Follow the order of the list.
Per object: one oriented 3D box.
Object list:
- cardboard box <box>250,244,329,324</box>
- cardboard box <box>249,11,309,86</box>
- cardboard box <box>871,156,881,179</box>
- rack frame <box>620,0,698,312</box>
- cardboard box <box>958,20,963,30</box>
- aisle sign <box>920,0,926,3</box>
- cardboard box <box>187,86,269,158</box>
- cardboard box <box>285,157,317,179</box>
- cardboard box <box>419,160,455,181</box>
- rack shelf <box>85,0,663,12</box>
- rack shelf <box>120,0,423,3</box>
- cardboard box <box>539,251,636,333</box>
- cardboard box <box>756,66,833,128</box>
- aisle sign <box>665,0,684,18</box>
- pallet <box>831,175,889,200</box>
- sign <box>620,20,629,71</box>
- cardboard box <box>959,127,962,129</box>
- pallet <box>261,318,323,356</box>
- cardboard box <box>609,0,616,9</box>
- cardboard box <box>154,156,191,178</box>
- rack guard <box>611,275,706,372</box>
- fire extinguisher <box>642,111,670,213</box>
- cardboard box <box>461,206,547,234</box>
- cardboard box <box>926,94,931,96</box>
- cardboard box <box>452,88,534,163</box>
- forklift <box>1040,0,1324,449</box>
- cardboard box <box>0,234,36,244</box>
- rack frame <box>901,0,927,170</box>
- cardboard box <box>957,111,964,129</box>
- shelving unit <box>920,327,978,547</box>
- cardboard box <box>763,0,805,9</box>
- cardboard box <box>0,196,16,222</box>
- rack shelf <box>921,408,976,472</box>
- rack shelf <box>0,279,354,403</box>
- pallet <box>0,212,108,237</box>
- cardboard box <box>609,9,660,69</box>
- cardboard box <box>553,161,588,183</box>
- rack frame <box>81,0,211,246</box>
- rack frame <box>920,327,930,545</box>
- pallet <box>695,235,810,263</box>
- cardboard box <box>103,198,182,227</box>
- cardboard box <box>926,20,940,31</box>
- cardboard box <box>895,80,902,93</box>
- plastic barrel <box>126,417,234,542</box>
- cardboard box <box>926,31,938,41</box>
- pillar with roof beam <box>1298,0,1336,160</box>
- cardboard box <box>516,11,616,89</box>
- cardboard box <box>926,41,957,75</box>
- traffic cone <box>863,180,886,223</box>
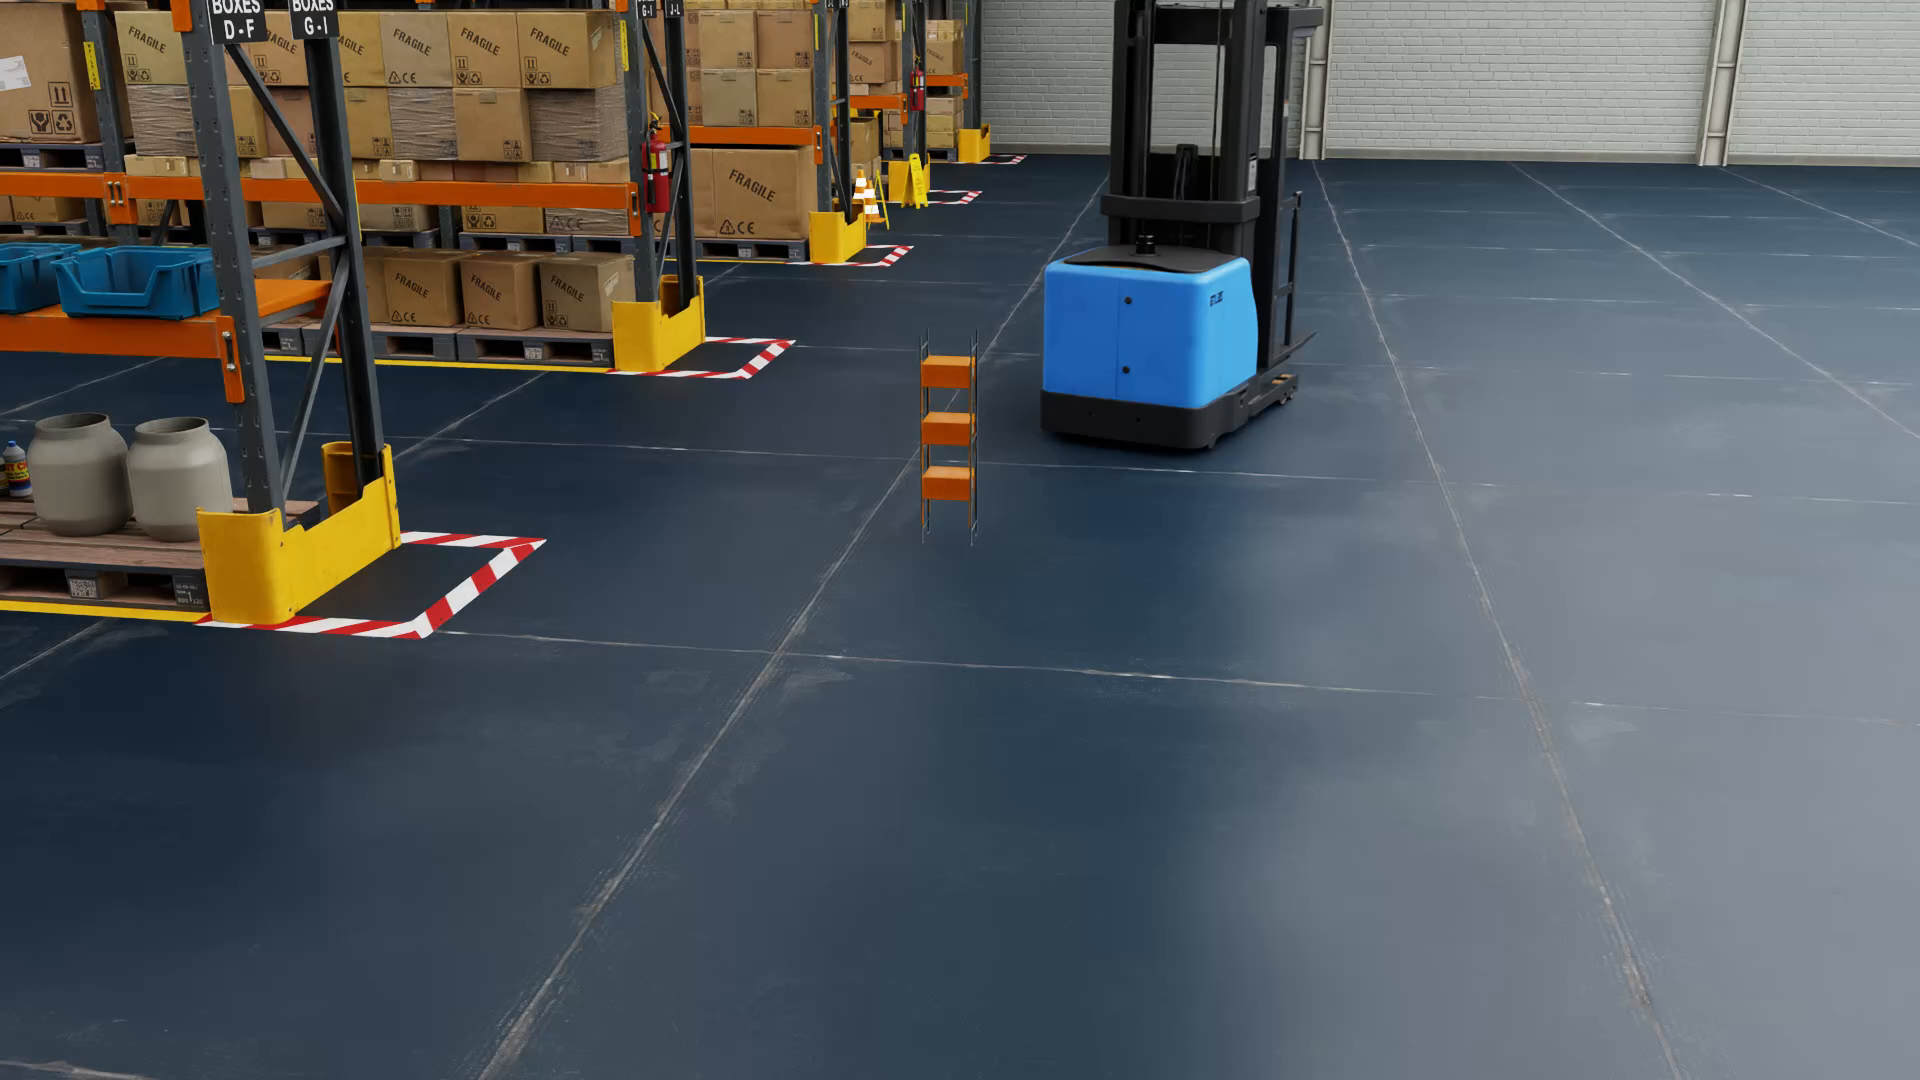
[{"bbox_3d":[-5.148,-1.961,12.713,0.500,0.500,0.500,9,21,26],"label":"cardboard box"},{"bbox_3d":[-4.712,-3.516,11.883,0.500,0.500,0.500,3,19,9],"label":"cardboard box"},{"bbox_3d":[-1.335,-4.932,21.987,0.500,0.250,0.500,3,19,8],"label":"cardboard box"},{"bbox_3d":[-2.154,-2.805,11.958,0.127,3.000,1.000,3,19,9],"label":"rack frame"},{"bbox_3d":[-0.096,-8.045,25.970,0.250,0.149,0.380,3,19,8],"label":"cardboard box"},{"bbox_3d":[-0.472,-7.236,21.106,0.004,0.787,0.394,3,19,9],"label":"aisle sign"},{"bbox_3d":[-5.181,-3.116,12.263,0.500,0.500,0.875,3,19,9],"label":"cardboard box"},{"bbox_3d":[-4.701,-2.727,12.121,0.250,0.149,0.380,3,19,9],"label":"cardboard box"},{"bbox_3d":[-3.705,-2.693,12.020,0.250,0.149,0.380,3,19,9],"label":"cardboard box"},{"bbox_3d":[-4.128,-3.987,11.897,4.000,0.370,1.077,3,19,9],"label":"rack shelf"},{"bbox_3d":[-7.191,-5.737,17.128,4.000,0.370,1.077,3,19,9],"label":"rack shelf"},{"bbox_3d":[-2.768,-1.855,12.398,0.500,0.500,0.500,7,20,19],"label":"cardboard box"},{"bbox_3d":[-1.641,-4.429,16.577,0.550,0.550,0.875,3,19,9],"label":"cardboard box"},{"bbox_3d":[-2.045,-4.128,11.817,0.004,0.787,0.394,3,19,9],"label":"aisle sign"},{"bbox_3d":[-1.453,-4.643,21.846,1.213,0.211,1.003,3,19,9],"label":"pallet"},{"bbox_3d":[-2.262,-3.331,11.208,0.005,0.325,0.100,3,19,9],"label":"sign"},{"bbox_3d":[-0.252,-6.446,26.512,0.500,0.250,0.500,3,19,9],"label":"cardboard box"},{"bbox_3d":[-5.434,-1.661,12.935,1.213,0.211,1.003,3,19,9],"label":"pallet"},{"bbox_3d":[-4.131,-6.683,21.348,0.500,0.500,0.700,3,19,8],"label":"cardboard box"},{"bbox_3d":[-5.694,-2.765,12.236,0.250,0.149,0.380,3,19,9],"label":"cardboard box"},{"bbox_3d":[-2.229,-1.623,12.366,0.348,0.500,1.175,3,19,9],"label":"rack guard"},{"bbox_3d":[-2.114,-2.618,11.522,0.183,0.674,0.296,3,19,9],"label":"fire extinguisher"},{"bbox_3d":[-4.607,-3.693,17.299,0.875,0.875,0.875,3,19,9],"label":"cardboard box"},{"bbox_3d":[-0.737,-6.942,26.418,0.500,0.250,0.500,3,19,9],"label":"cardboard box"},{"bbox_3d":[-3.205,-3.017,11.967,0.500,0.500,0.875,3,19,9],"label":"cardboard box"},{"bbox_3d":[1.617,-2.341,10.680,1.130,2.935,3.031,9,21,26],"label":"forklift"},{"bbox_3d":[-7.726,-2.125,13.173,0.500,0.500,0.700,1,19,4],"label":"cardboard box"},{"bbox_3d":[-0.582,-5.909,21.237,0.127,3.000,1.000,3,19,9],"label":"rack frame"},{"bbox_3d":[-0.230,-6.686,26.441,0.500,0.250,0.500,3,19,10],"label":"cardboard box"},{"bbox_3d":[-0.053,-0.501,8.145,0.252,1.050,0.215,3,19,9],"label":"shelving unit"},{"bbox_3d":[-2.139,-6.551,20.952,0.500,0.500,0.700,3,19,8],"label":"cardboard box"},{"bbox_3d":[-10.369,-3.748,18.056,0.500,0.500,0.500,4,19,11],"label":"cardboard box"},{"bbox_3d":[-0.053,-0.491,8.148,0.240,0.259,0.215,3,19,9],"label":"rack shelf"},{"bbox_3d":[-4.914,-1.013,7.736,4.000,0.370,1.077,3,19,9],"label":"rack shelf"},{"bbox_3d":[-9.937,-3.474,18.352,1.213,0.211,1.003,3,19,9],"label":"pallet"},{"bbox_3d":[-3.260,-5.023,16.650,0.500,0.550,0.875,3,19,9],"label":"cardboard box"},{"bbox_3d":[-2.715,-2.648,11.886,0.250,0.149,0.380,3,19,9],"label":"cardboard box"},{"bbox_3d":[-6.103,-3.006,12.560,0.127,3.000,1.000,3,19,9],"label":"rack frame"},{"bbox_3d":[-0.173,-0.507,8.163,0.008,1.050,0.200,3,19,9],"label":"rack frame"},{"bbox_3d":[-2.069,-3.047,17.077,1.213,0.211,1.003,3,19,9],"label":"pallet"},{"bbox_3d":[-8.579,-3.830,17.905,0.750,0.750,1.050,3,19,8],"label":"cardboard box"},{"bbox_3d":[-0.434,-7.915,25.584,0.250,0.149,0.380,3,19,9],"label":"cardboard box"},{"bbox_3d":[-0.884,-5.872,21.522,0.250,0.149,0.380,3,19,9],"label":"cardboard box"},{"bbox_3d":[-3.601,-0.282,7.676,0.421,0.512,0.421,0,18,0],"label":"plastic barrel"},{"bbox_3d":[-0.442,-7.753,25.567,0.250,0.149,0.380,3,19,10],"label":"cardboard box"},{"bbox_3d":[4.898,-8.976,20.949,0.400,9.000,9.100,3,19,9],"label":"pillar with roof beam"},{"bbox_3d":[-2.736,-3.418,11.588,0.500,0.500,0.500,3,19,9],"label":"cardboard box"},{"bbox_3d":[-0.326,-7.455,25.698,0.500,0.500,0.500,3,19,7],"label":"cardboard box"},{"bbox_3d":[-1.051,-3.959,19.406,0.334,0.463,0.336,3,19,9],"label":"traffic cone"}]
